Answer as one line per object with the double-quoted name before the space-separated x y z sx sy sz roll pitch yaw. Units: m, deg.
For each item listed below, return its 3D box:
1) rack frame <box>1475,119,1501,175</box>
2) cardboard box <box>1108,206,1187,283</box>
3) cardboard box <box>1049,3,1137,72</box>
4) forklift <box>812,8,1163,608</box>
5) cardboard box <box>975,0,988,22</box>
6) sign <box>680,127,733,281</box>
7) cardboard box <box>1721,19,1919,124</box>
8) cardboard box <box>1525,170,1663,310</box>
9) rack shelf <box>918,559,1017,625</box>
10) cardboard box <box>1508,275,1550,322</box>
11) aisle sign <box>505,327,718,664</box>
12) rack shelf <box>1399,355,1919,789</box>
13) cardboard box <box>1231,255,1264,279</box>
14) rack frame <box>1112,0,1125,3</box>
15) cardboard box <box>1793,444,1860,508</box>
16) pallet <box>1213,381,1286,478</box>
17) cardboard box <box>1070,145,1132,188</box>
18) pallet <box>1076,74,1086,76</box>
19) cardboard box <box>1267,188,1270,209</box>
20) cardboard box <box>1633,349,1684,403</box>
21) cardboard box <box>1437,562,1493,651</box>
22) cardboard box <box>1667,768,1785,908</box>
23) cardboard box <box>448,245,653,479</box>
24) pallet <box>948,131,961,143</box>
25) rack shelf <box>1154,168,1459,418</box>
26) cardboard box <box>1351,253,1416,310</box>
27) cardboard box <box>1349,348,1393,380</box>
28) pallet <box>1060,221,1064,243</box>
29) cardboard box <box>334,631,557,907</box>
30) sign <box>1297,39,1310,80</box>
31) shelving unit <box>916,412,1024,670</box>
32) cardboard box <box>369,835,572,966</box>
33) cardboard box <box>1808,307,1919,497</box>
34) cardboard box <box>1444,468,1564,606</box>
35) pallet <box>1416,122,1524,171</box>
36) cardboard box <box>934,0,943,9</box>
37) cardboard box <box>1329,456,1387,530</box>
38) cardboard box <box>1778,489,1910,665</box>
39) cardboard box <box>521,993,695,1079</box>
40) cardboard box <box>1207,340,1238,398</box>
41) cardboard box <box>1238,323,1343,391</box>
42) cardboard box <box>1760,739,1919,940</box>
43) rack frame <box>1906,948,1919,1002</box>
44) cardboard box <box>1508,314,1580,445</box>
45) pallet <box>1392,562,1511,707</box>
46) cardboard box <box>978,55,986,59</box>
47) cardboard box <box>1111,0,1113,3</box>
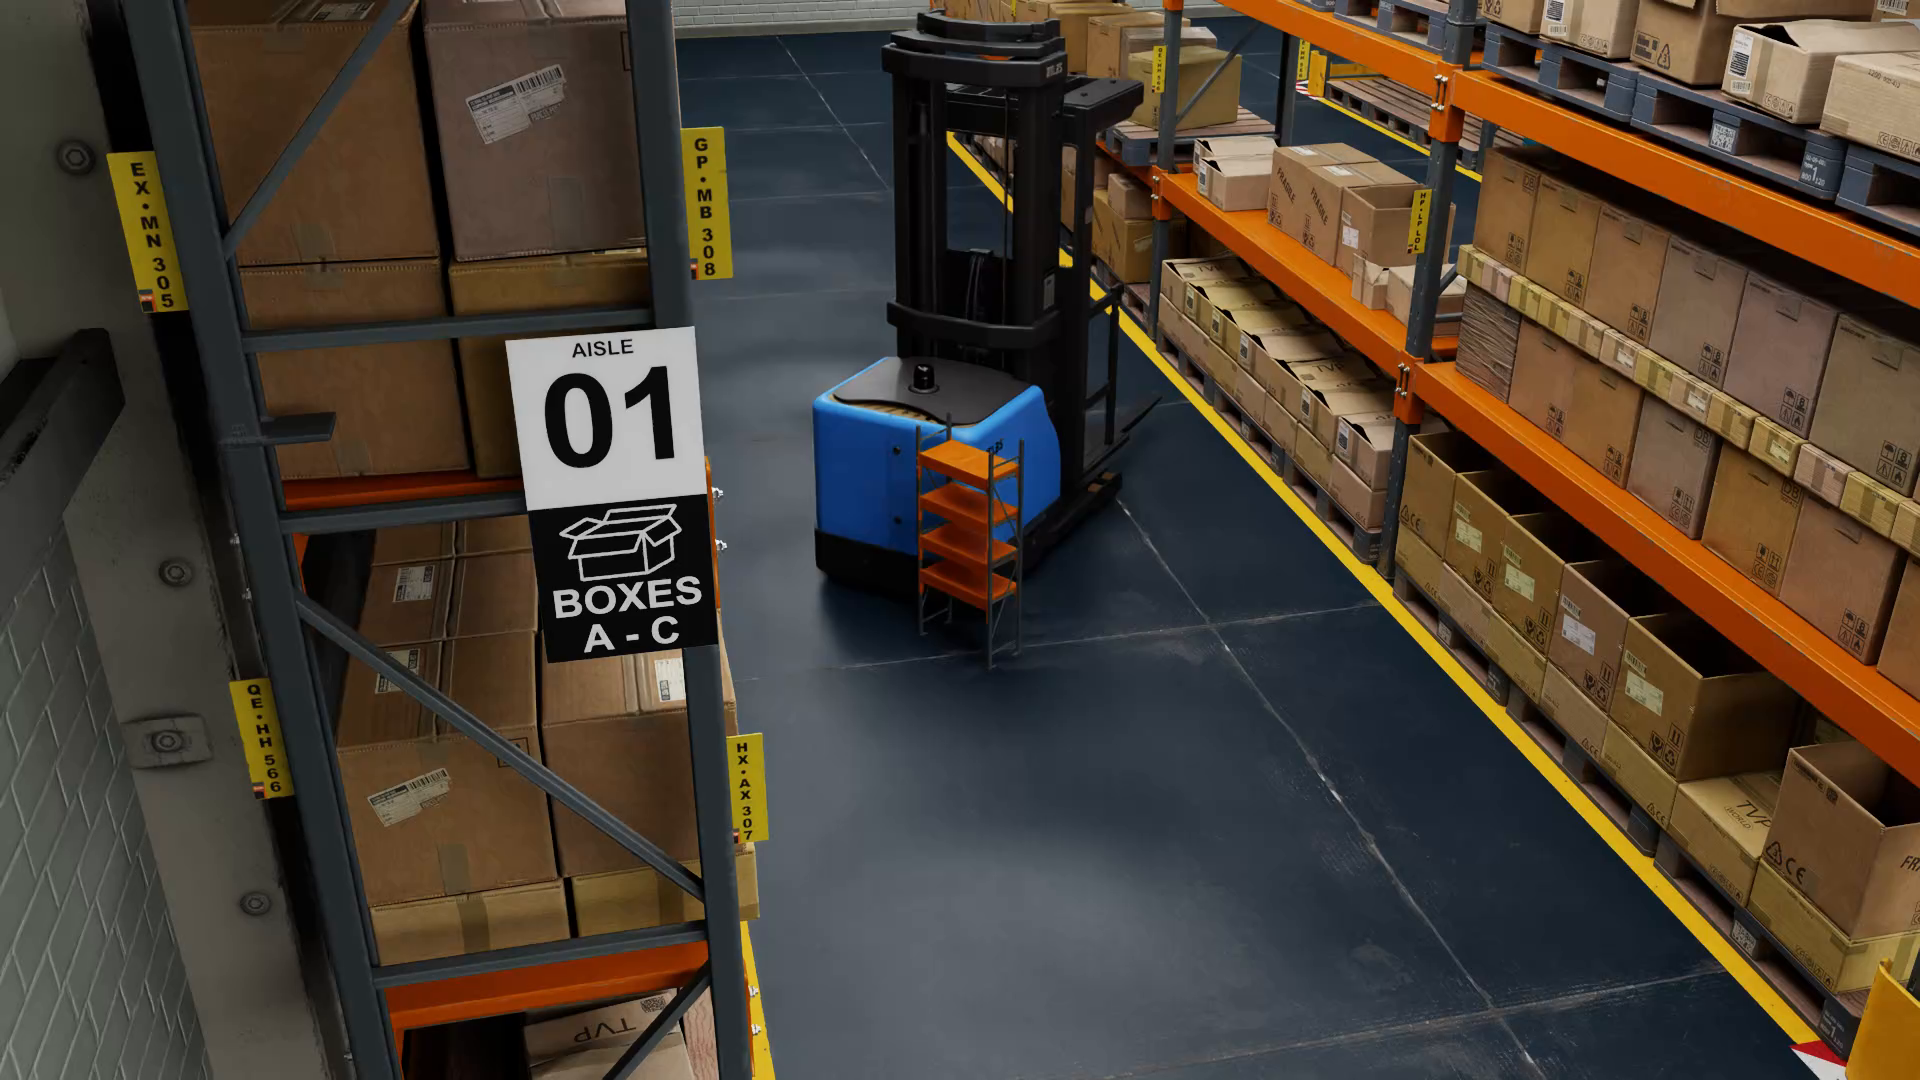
"rack frame" 5.877 -5.201 16.725 1.000 3.000 0.127 -6 27 -12
"cardboard box" 1.513 -2.411 13.483 0.500 0.500 0.500 -5 27 -10
"cardboard box" 1.156 -4.405 14.572 0.700 0.500 0.500 -2 27 -3
"forklift" 0.347 -1.575 9.618 1.130 2.935 3.031 14 30 26
"cardboard box" 0.452 -5.389 16.986 0.500 0.500 0.500 -5 27 -10
"sign" -0.542 -0.711 3.531 0.100 0.325 0.005 -6 27 -12
"cardboard box" 3.113 -1.703 5.944 0.500 0.311 0.500 -3 27 -6
"cardboard box" 3.075 -1.395 7.635 0.700 0.500 0.500 -6 27 -12
"rack shelf" 0.046 0.246 8.521 0.480 0.148 0.258 23 35 38
"cardboard box" 2.842 -1.161 7.889 0.380 0.149 0.250 -7 28 -13
"aisle sign" -0.762 -0.086 3.706 0.394 0.787 0.004 -6 27 -12
"rack shelf" 3.304 0.012 7.196 1.077 0.370 4.000 -6 27 -12
"cardboard box" 2.310 -1.949 12.245 0.500 0.311 0.500 -5 27 -10
"rack frame" 1.051 -4.699 15.731 1.000 3.000 0.127 -6 27 -12
"cardboard box" 3.311 -0.252 6.089 0.380 0.149 0.250 -6 27 -11
"pallet" 2.371 -0.799 11.098 1.003 0.211 1.213 -6 27 -12
"cardboard box" 1.261 -3.218 14.251 0.500 0.250 0.500 -6 27 -13
"pallet" 1.509 -3.711 13.986 1.003 0.211 1.213 -6 27 -12
"cardboard box" 2.294 -2.277 11.211 0.380 0.149 0.250 -4 27 -8
"cardboard box" 3.078 -0.704 6.985 0.380 0.149 0.250 -6 27 -12
"cardboard box" 2.770 0.307 8.398 0.500 0.250 0.500 -6 27 -12
"cardboard box" 3.222 1.185 6.659 0.500 0.250 0.500 -6 27 -12
"cardboard box" -0.902 -0.491 3.933 0.500 0.500 0.500 -5 27 -10
"pallet" 0.347 -4.827 19.080 1.003 0.211 1.213 -6 27 -12
"rack shelf" 2.403 -1.744 10.675 1.077 0.370 4.000 -6 27 -12
"cardboard box" 2.476 -1.495 9.531 0.396 0.266 0.258 -7 28 -13
"cardboard box" 2.777 -1.052 10.468 0.500 0.311 0.500 -7 28 -13
"pallet" 1.271 -3.101 15.660 1.003 0.211 1.213 -6 27 -12
"cardboard box" -1.384 0.611 4.522 0.500 0.500 0.500 -6 27 -12
"sign" 2.492 -3.518 12.106 0.100 0.325 0.005 -6 27 -12
"shelving unit" 0.046 0.009 8.401 0.503 1.200 0.258 23 35 38
"cardboard box" -1.365 0.946 4.691 0.500 0.250 0.500 -6 27 -11
"cardboard box" 3.526 -0.515 5.890 0.700 0.500 0.500 -7 28 -13
"cardboard box" 2.773 -0.028 8.230 0.500 0.500 0.500 -6 27 -12
"pallet" 5.674 -4.275 17.985 1.003 0.211 1.213 -6 27 -12
"cardboard box" -0.008 -6.278 18.749 0.500 0.500 0.500 -5 27 -11
"cardboard box" 2.478 -0.300 9.601 0.500 0.250 0.500 -6 27 -12
"cardboard box" 3.539 0.088 6.136 0.700 0.500 0.500 -5 27 -10
"cardboard box" -1.139 1.764 5.421 0.500 0.311 0.500 -9 28 -17
"cardboard box" 2.021 -1.195 11.375 0.500 0.250 0.500 -7 28 -13
"cardboard box" 2.140 -1.214 10.790 0.500 0.311 0.500 -6 27 -12
"cardboard box" 3.344 1.069 6.057 0.500 0.500 0.500 -6 27 -12
"rack frame" 3.752 0.569 5.294 0.949 2.616 0.053 -6 27 -12
"cardboard box" 3.085 -0.807 7.909 0.700 0.500 0.500 -6 27 -12
"pallet" 2.992 0.411 8.701 1.003 0.211 1.213 -6 27 -12
"cardboard box" 0.512 -5.322 19.251 0.500 0.500 0.500 -6 27 -12
"cardboard box" 1.218 -5.426 15.950 0.500 0.500 0.500 -5 27 -10
